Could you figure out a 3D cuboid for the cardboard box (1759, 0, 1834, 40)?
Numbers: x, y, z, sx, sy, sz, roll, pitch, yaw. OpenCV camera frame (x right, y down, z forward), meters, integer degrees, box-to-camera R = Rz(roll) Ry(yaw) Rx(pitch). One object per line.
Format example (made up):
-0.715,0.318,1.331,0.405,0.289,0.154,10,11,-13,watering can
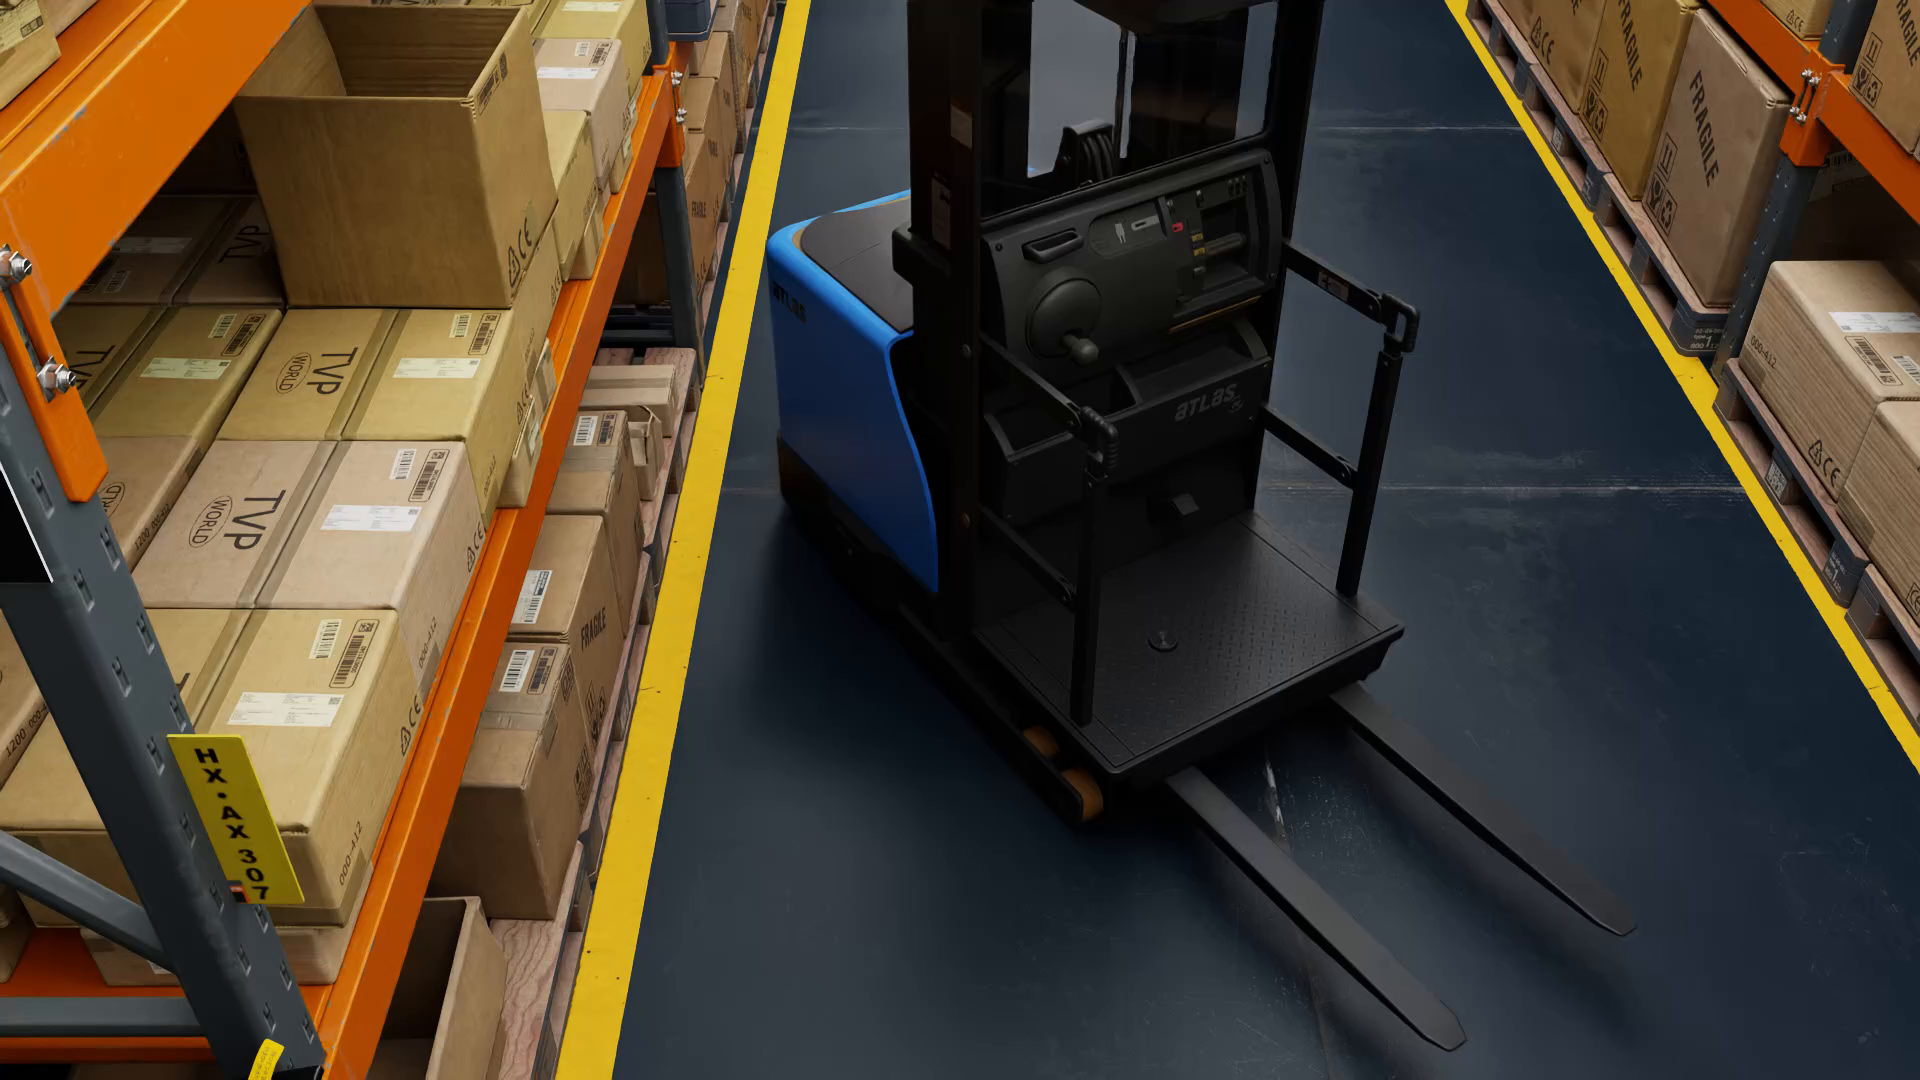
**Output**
3.209,-2.018,5.989,0.500,0.250,0.500,-1,39,-1,cardboard box

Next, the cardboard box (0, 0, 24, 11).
-1.224,-0.794,1.826,0.500,0.250,0.500,0,39,-1,cardboard box

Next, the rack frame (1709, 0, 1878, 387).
3.462,-1.796,5.592,1.000,3.000,0.127,0,39,0,rack frame

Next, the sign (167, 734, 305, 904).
-0.954,0.373,2.193,0.100,0.325,0.005,0,39,0,sign

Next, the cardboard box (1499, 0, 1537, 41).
3.375,-3.200,8.708,0.875,0.875,0.875,0,39,0,cardboard box

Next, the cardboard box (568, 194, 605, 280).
-1.201,-0.844,4.605,0.380,0.149,0.250,-1,39,-1,cardboard box

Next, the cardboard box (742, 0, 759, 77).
-1.297,-2.575,8.228,0.500,0.500,0.500,2,39,2,cardboard box

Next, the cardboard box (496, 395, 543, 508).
-1.175,-0.202,3.804,0.380,0.149,0.250,-1,39,-1,cardboard box

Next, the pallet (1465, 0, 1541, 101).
3.383,-2.716,8.970,1.003,0.211,1.213,0,39,0,pallet

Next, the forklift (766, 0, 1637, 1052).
0.597,-0.676,4.250,1.130,2.935,3.031,-22,44,-25,forklift

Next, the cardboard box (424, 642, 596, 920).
-1.365,0.606,4.258,0.700,0.500,0.500,1,39,2,cardboard box

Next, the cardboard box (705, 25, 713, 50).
-1.300,-2.273,7.332,0.380,0.149,0.250,1,39,2,cardboard box

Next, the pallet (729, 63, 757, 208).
-1.545,-1.975,8.046,1.003,0.211,1.213,0,39,0,pallet

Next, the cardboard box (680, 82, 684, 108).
-1.325,-1.790,6.729,0.380,0.149,0.250,-2,39,-2,cardboard box

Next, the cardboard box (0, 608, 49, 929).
-1.763,0.366,2.776,0.500,0.250,0.500,1,39,1,cardboard box

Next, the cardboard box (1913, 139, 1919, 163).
3.197,-1.227,4.802,0.500,0.500,0.500,0,39,0,cardboard box

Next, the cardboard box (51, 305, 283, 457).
-1.758,-0.266,3.565,0.500,0.250,0.500,1,39,1,cardboard box

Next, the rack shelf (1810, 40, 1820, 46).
3.460,-2.842,7.317,0.919,0.124,3.809,0,39,0,rack shelf

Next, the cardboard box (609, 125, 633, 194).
-1.202,-1.167,5.009,0.380,0.149,0.250,1,39,1,cardboard box

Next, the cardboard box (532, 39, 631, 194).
-1.242,-1.216,4.751,0.500,0.250,0.500,0,39,0,cardboard box

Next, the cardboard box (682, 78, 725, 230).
-1.288,-1.614,7.029,0.500,0.500,0.500,-1,39,-1,cardboard box

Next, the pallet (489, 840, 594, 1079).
-1.499,1.254,4.017,1.003,0.211,1.213,0,39,0,pallet

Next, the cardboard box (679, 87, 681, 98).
-1.284,-1.735,6.422,0.380,0.149,0.250,-2,39,-2,cardboard box

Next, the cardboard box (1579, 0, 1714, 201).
3.373,-2.083,7.314,0.875,0.875,0.875,1,39,1,cardboard box

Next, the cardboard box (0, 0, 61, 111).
-1.265,-0.561,1.853,0.380,0.149,0.250,1,39,1,cardboard box

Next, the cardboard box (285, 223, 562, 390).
-1.255,-0.582,3.960,0.500,0.250,0.500,-1,39,-1,cardboard box

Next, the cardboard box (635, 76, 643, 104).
-1.249,-1.493,5.415,0.380,0.149,0.250,0,39,1,cardboard box

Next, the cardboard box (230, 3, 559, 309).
-1.230,-0.861,3.708,0.500,0.500,0.500,1,39,1,cardboard box

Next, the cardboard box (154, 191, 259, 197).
-1.765,-0.901,4.358,0.500,0.250,0.500,1,39,1,cardboard box

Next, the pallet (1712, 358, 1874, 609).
3.385,-0.232,5.871,1.003,0.211,1.213,0,39,0,pallet

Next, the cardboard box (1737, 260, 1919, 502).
3.355,-0.567,5.772,0.875,0.438,0.875,-1,39,-1,cardboard box

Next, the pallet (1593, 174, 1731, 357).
3.386,-1.190,7.066,1.003,0.211,1.213,0,39,0,pallet

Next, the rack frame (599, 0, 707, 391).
-1.502,-1.790,5.585,1.000,3.000,0.127,0,39,0,rack frame

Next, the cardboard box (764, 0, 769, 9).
-1.291,-3.216,9.027,0.500,0.500,0.500,1,39,1,cardboard box

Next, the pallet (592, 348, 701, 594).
-1.502,-0.272,5.921,1.003,0.211,1.213,0,39,0,pallet

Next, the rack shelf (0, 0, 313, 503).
-1.499,-1.429,3.311,1.077,0.370,4.000,0,39,0,rack shelf

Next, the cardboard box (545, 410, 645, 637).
-1.366,-0.043,5.068,0.700,0.500,0.500,-1,39,-2,cardboard box

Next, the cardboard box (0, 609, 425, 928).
-1.228,0.370,2.772,0.500,0.250,0.500,0,39,0,cardboard box
